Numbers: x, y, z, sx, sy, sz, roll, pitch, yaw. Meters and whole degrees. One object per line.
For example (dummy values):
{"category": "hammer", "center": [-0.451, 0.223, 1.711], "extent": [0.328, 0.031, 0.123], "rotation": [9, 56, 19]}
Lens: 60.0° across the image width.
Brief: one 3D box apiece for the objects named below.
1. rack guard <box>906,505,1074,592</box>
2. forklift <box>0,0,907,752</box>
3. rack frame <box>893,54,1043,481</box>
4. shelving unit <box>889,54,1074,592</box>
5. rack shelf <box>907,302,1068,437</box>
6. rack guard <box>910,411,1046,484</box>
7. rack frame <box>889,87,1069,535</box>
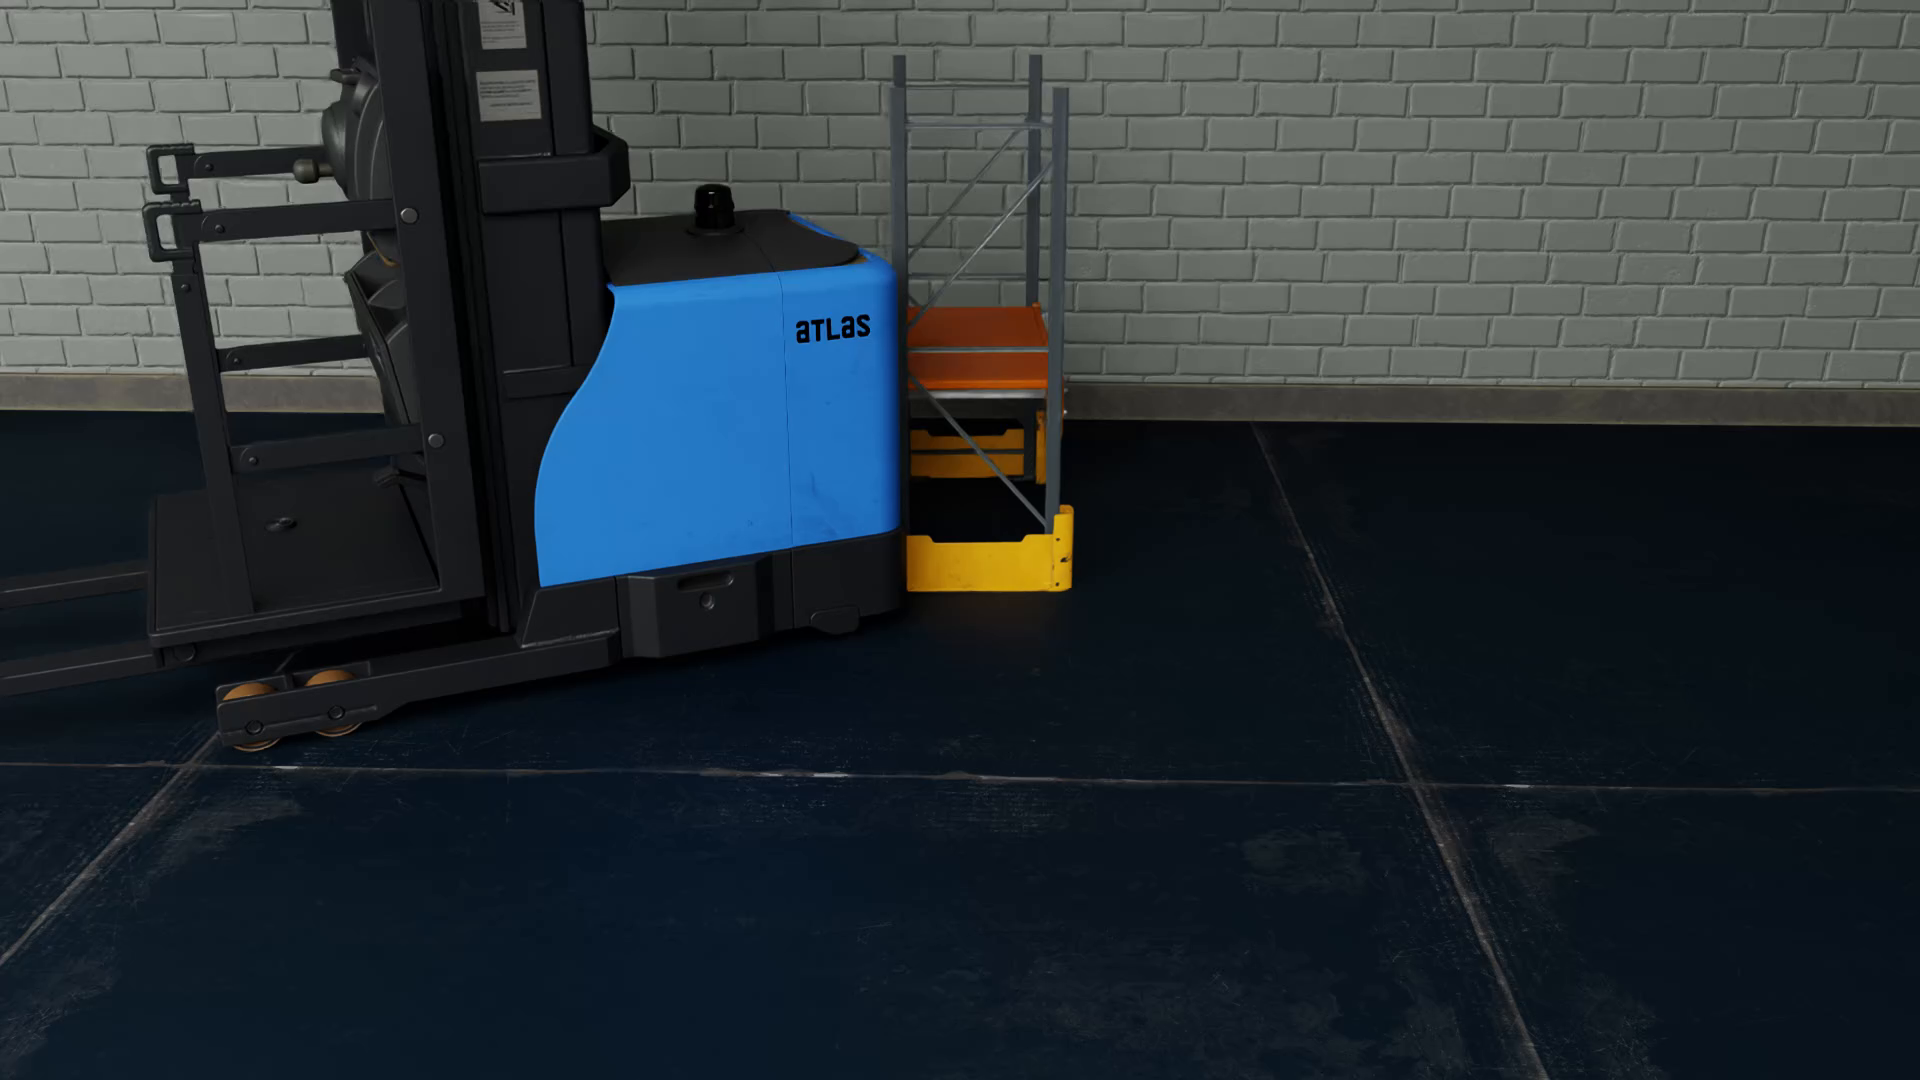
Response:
{"category": "rack guard", "center": [0.053, 0.026, 5.116], "extent": [0.587, 0.250, 0.087], "rotation": [-1, 21, -1]}
{"category": "forklift", "center": [-1.718, -1.054, 4.194], "extent": [3.031, 2.935, 1.130], "rotation": [-9, 23, -22]}
{"category": "rack frame", "center": [0.026, -0.924, 5.837], "extent": [0.500, 1.500, 0.032], "rotation": [-1, 21, -1]}
{"category": "shelving unit", "center": [0.039, -0.737, 5.354], "extent": [0.587, 1.500, 1.083], "rotation": [-1, 21, -1]}
{"category": "rack shelf", "center": [0.039, -0.572, 5.428], "extent": [0.538, 0.185, 1.000], "rotation": [-1, 21, -1]}
{"category": "rack guard", "center": [0.026, -0.334, 6.045], "extent": [0.587, 0.250, 0.087], "rotation": [-1, 21, -1]}
{"category": "rack frame", "center": [0.053, -0.556, 4.889], "extent": [0.500, 1.500, 0.032], "rotation": [-1, 21, -1]}
